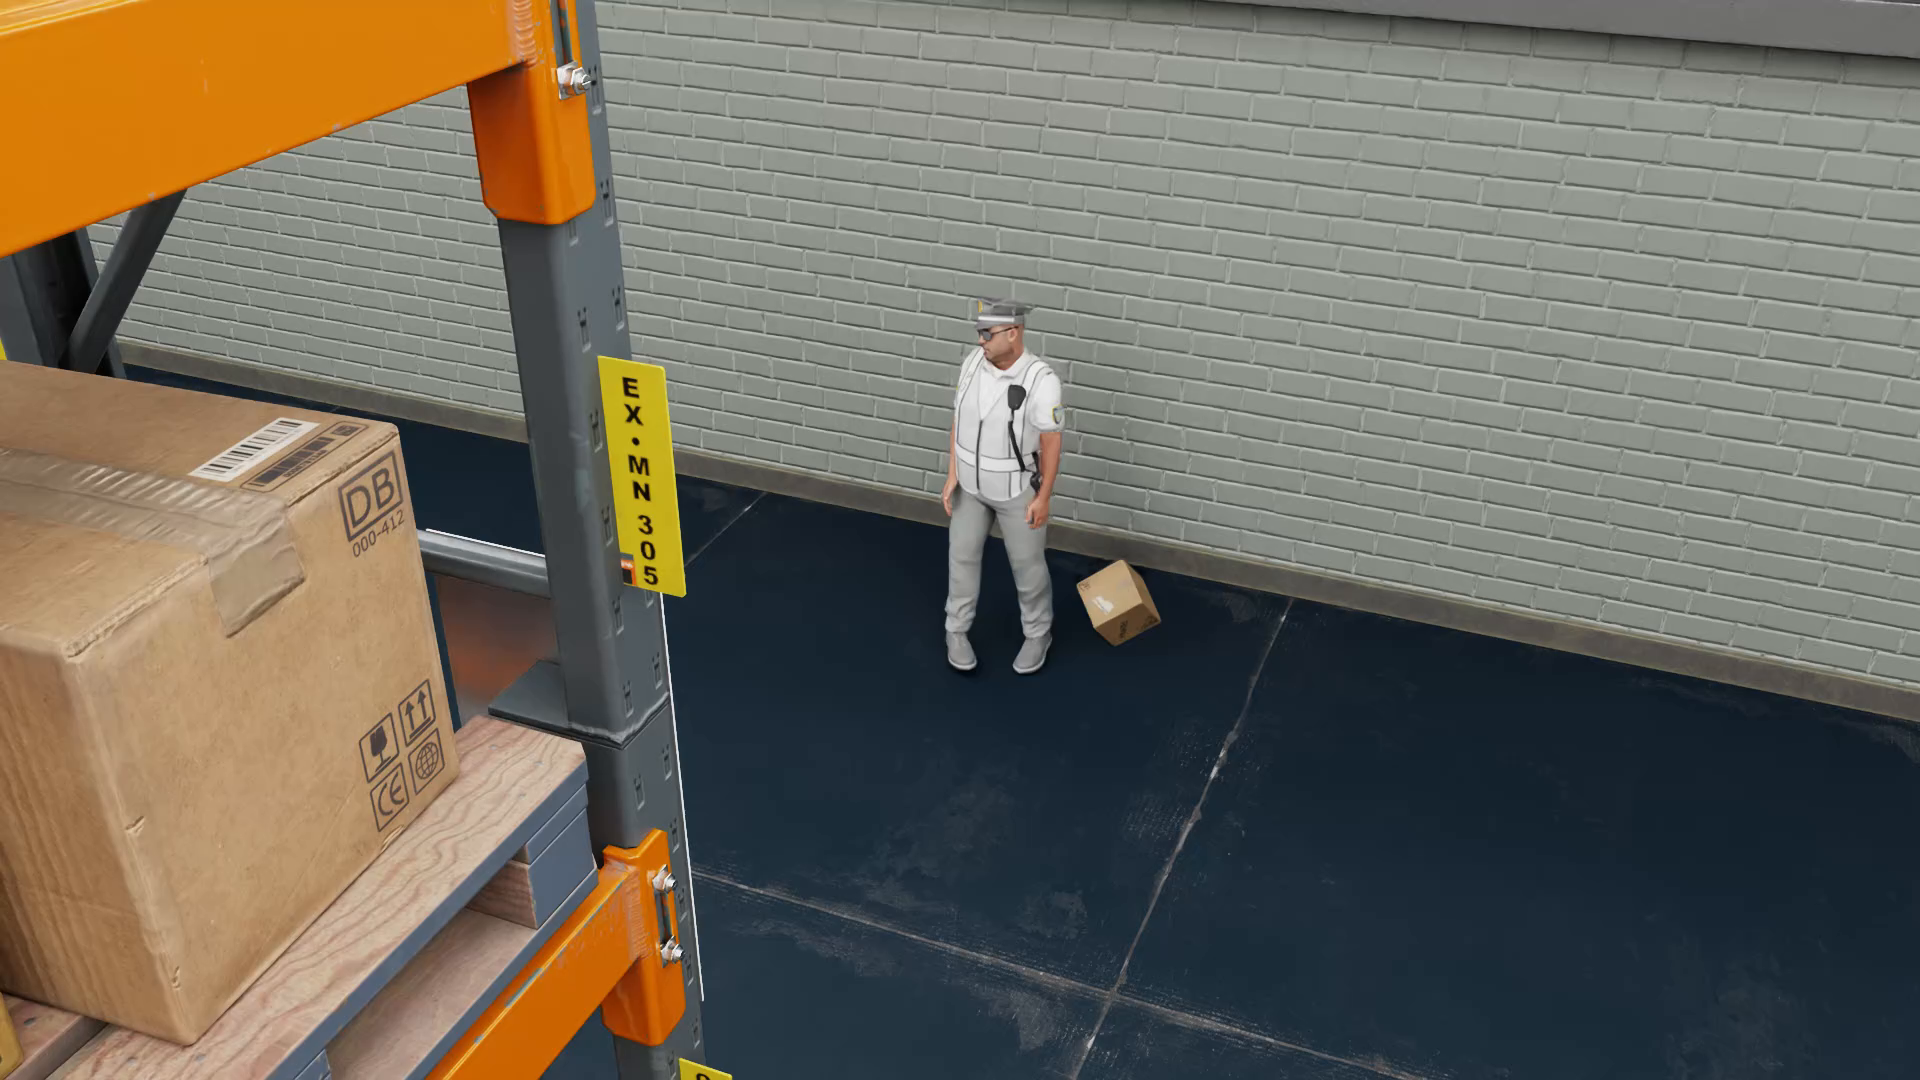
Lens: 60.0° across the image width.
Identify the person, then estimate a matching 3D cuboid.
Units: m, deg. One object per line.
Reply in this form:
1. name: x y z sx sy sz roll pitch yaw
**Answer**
1. person: 0.173 -0.229 7.492 0.538 1.766 0.506 17 34 28
